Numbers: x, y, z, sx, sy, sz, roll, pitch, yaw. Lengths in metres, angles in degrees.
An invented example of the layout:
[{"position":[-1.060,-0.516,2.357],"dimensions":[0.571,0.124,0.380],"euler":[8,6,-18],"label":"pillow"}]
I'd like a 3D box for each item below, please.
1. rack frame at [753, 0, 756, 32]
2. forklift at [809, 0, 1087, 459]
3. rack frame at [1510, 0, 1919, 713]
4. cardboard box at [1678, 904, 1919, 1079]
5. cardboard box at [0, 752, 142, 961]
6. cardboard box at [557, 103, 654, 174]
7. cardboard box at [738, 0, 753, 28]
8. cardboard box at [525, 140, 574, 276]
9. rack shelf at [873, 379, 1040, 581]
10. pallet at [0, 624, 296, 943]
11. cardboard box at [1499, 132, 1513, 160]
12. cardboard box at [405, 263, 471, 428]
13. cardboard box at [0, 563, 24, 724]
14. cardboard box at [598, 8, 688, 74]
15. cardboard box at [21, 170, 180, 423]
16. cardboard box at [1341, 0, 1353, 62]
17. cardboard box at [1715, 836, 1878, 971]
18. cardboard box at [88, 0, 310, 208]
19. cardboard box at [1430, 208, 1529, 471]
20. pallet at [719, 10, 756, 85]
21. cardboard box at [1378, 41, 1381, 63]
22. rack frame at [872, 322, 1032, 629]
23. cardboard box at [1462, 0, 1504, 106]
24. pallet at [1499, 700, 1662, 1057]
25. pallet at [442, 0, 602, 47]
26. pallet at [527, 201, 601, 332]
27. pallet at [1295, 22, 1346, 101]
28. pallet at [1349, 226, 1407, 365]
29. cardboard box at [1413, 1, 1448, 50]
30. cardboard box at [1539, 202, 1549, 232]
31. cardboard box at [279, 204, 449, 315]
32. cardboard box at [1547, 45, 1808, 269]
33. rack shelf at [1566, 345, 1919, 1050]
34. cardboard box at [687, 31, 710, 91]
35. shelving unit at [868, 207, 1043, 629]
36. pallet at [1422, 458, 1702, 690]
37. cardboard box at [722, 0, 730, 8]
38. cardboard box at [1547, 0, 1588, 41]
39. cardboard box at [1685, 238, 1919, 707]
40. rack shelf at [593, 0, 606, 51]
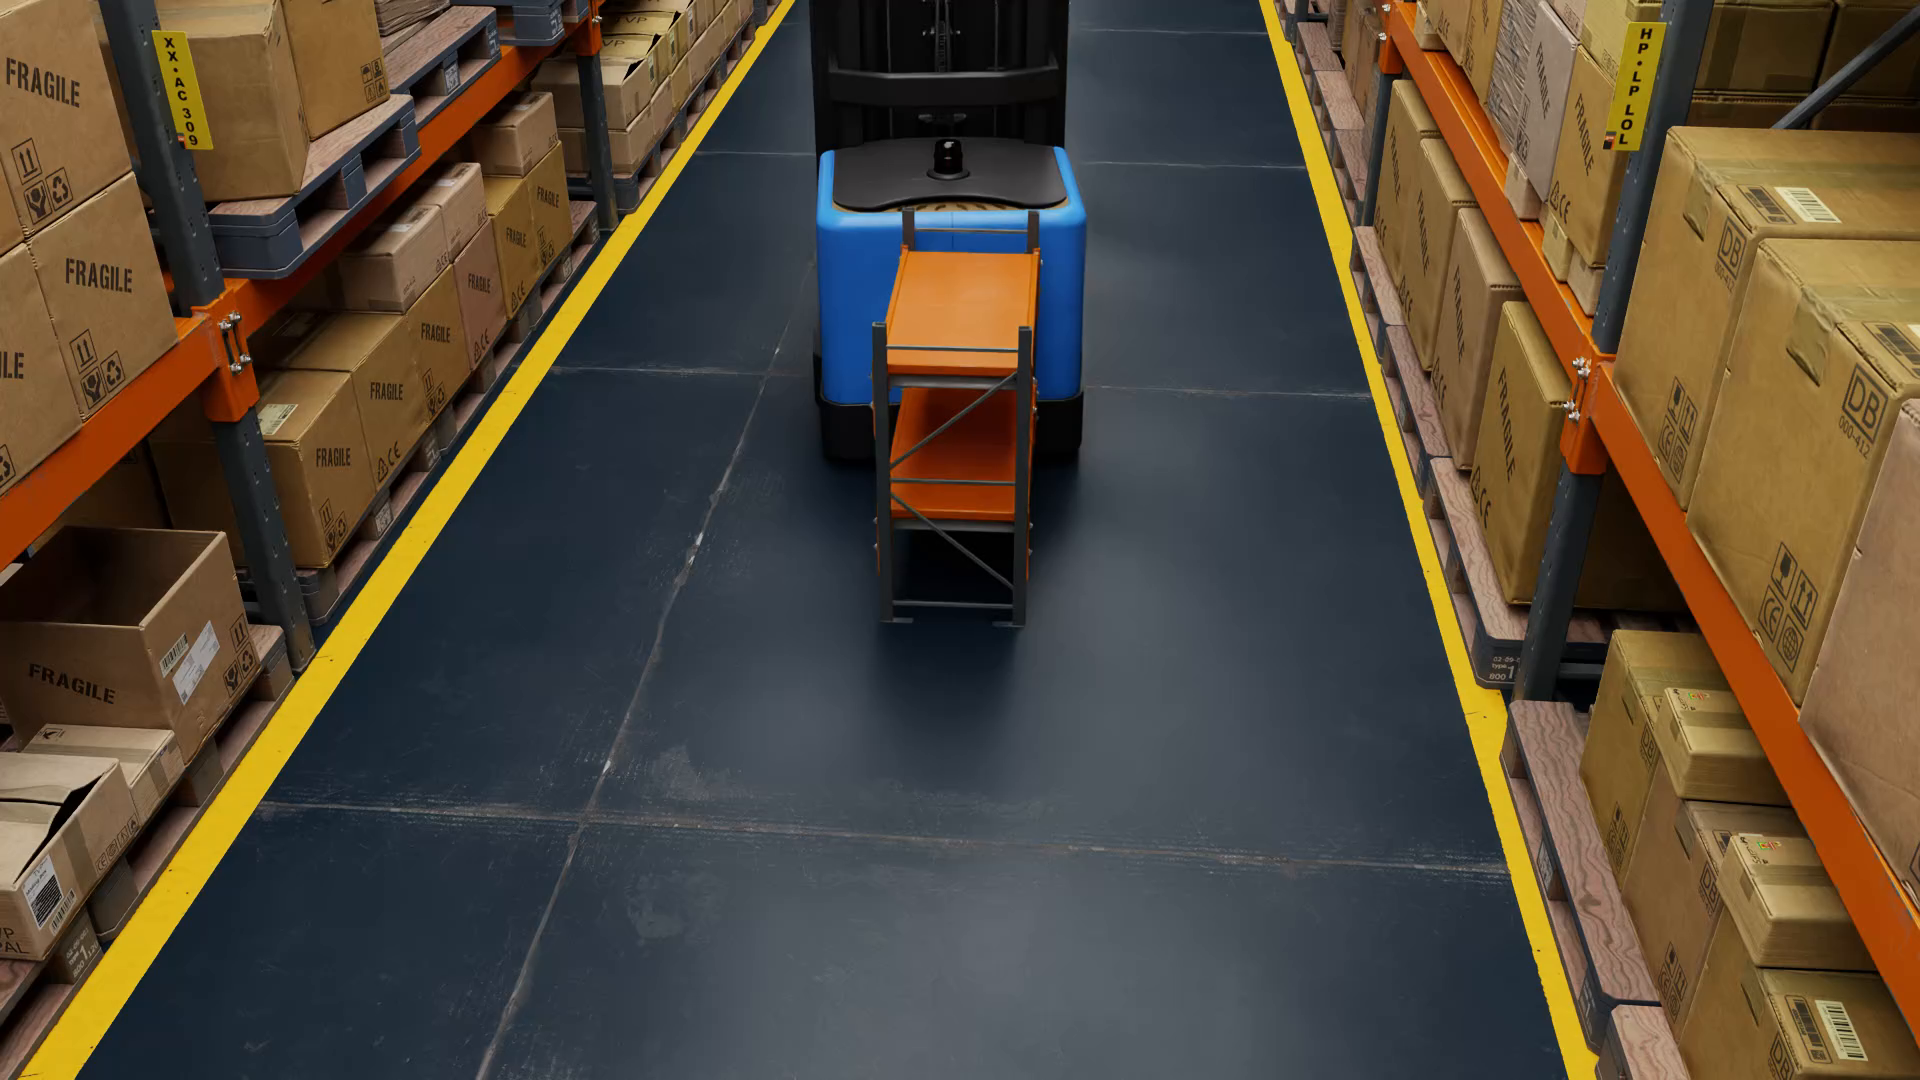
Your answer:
[{"position":[-2.027,-5.066,11.612],"dimensions":[1.000,3.000,0.127],"euler":[2,32,4],"label":"rack frame"},{"position":[-0.100,-2.314,7.211],"dimensions":[1.130,2.935,3.031],"euler":[-1,32,-2],"label":"forklift"},{"position":[2.259,-0.673,4.484],"dimensions":[1.000,3.000,0.127],"euler":[2,32,4],"label":"rack frame"},{"position":[2.008,1.130,3.540],"dimensions":[0.700,0.500,0.500],"euler":[3,32,5],"label":"cardboard box"},{"position":[-2.503,0.777,4.274],"dimensions":[0.500,0.311,0.500],"euler":[2,32,4],"label":"cardboard box"},{"position":[-2.017,-2.244,9.253],"dimensions":[0.500,0.250,0.500],"euler":[2,32,4],"label":"cardboard box"},{"position":[-1.772,-3.845,11.851],"dimensions":[0.500,0.250,0.500],"euler":[2,32,4],"label":"cardboard box"},{"position":[-2.195,-1.599,7.948],"dimensions":[0.500,0.500,0.500],"euler":[4,32,6],"label":"cardboard box"},{"position":[0.007,-0.247,6.044],"dimensions":[0.538,0.278,1.000],"euler":[2,32,3],"label":"rack shelf"},{"position":[-2.735,0.663,4.973],"dimensions":[1.003,0.211,1.213],"euler":[2,32,4],"label":"pallet"},{"position":[2.152,-1.426,5.926],"dimensions":[0.380,0.149,0.250],"euler":[2,32,3],"label":"cardboard box"},{"position":[-2.316,-0.789,6.635],"dimensions":[0.500,0.500,0.500],"euler":[3,32,5],"label":"cardboard box"},{"position":[-2.928,0.285,5.073],"dimensions":[0.500,0.311,0.500],"euler":[2,32,4],"label":"cardboard box"},{"position":[-1.939,-3.025,9.985],"dimensions":[0.500,0.311,0.500],"euler":[2,32,3],"label":"cardboard box"},{"position":[-2.463,-0.653,4.356],"dimensions":[0.500,0.500,0.500],"euler":[3,32,5],"label":"cardboard box"},{"position":[2.875,-3.322,10.744],"dimensions":[0.700,0.500,0.500],"euler":[2,32,3],"label":"cardboard box"},{"position":[1.844,0.767,3.511],"dimensions":[0.380,0.149,0.250],"euler":[2,32,3],"label":"cardboard box"},{"position":[-2.417,-1.343,5.074],"dimensions":[0.700,0.500,0.500],"euler":[-8,33,-13],"label":"cardboard box"},{"position":[2.252,-0.747,6.252],"dimensions":[0.750,0.750,0.750],"euler":[3,32,5],"label":"cardboard box"},{"position":[-2.048,-3.492,11.715],"dimensions":[1.003,0.211,1.213],"euler":[2,32,4],"label":"pallet"},{"position":[2.749,-2.531,9.461],"dimensions":[0.700,0.500,0.500],"euler":[2,32,4],"label":"cardboard box"},{"position":[-0.025,-0.189,5.484],"dimensions":[0.500,1.125,0.032],"euler":[2,32,3],"label":"rack frame"},{"position":[2.162,-1.894,6.067],"dimensions":[0.500,0.500,0.500],"euler":[3,32,5],"label":"cardboard box"},{"position":[2.119,0.908,4.575],"dimensions":[1.003,0.211,1.213],"euler":[2,32,4],"label":"pallet"},{"position":[-2.338,-2.536,7.688],"dimensions":[1.213,0.211,1.003],"euler":[2,32,4],"label":"pallet"},{"position":[-2.451,-1.399,8.318],"dimensions":[1.003,0.211,1.213],"euler":[2,32,4],"label":"pallet"},{"position":[2.849,-3.262,11.342],"dimensions":[1.003,0.211,1.213],"euler":[2,32,4],"label":"pallet"},{"position":[2.445,-1.169,7.945],"dimensions":[1.003,0.211,1.213],"euler":[2,32,4],"label":"pallet"},{"position":[2.192,-2.238,7.242],"dimensions":[0.380,0.149,0.250],"euler":[3,32,5],"label":"cardboard box"},{"position":[2.068,-1.030,5.283],"dimensions":[0.380,0.149,0.250],"euler":[3,32,6],"label":"cardboard box"},{"position":[-2.315,-1.091,6.409],"dimensions":[0.500,0.250,0.500],"euler":[3,32,4],"label":"cardboard box"},{"position":[2.045,-1.103,4.783],"dimensions":[0.500,0.500,0.500],"euler":[2,32,3],"label":"cardboard box"},{"position":[2.096,0.679,2.975],"dimensions":[1.077,0.370,4.000],"euler":[2,32,4],"label":"rack shelf"},{"position":[-1.899,-3.047,10.556],"dimensions":[0.500,0.250,0.500],"euler":[3,32,5],"label":"cardboard box"},{"position":[0.007,-0.455,5.916],"dimensions":[0.538,1.125,1.048],"euler":[2,32,3],"label":"shelving unit"},{"position":[2.247,0.107,5.875],"dimensions":[1.003,0.211,1.213],"euler":[2,32,4],"label":"pallet"},{"position":[-1.810,-3.817,11.270],"dimensions":[0.500,0.311,0.500],"euler":[3,32,5],"label":"cardboard box"},{"position":[2.093,-1.692,5.025],"dimensions":[0.500,0.250,0.500],"euler":[3,32,5],"label":"cardboard box"},{"position":[2.134,-0.137,3.327],"dimensions":[0.980,0.700,0.700],"euler":[2,32,3],"label":"cardboard box"},{"position":[-2.190,-3.714,10.103],"dimensions":[1.077,0.370,4.000],"euler":[2,32,4],"label":"rack shelf"}]
